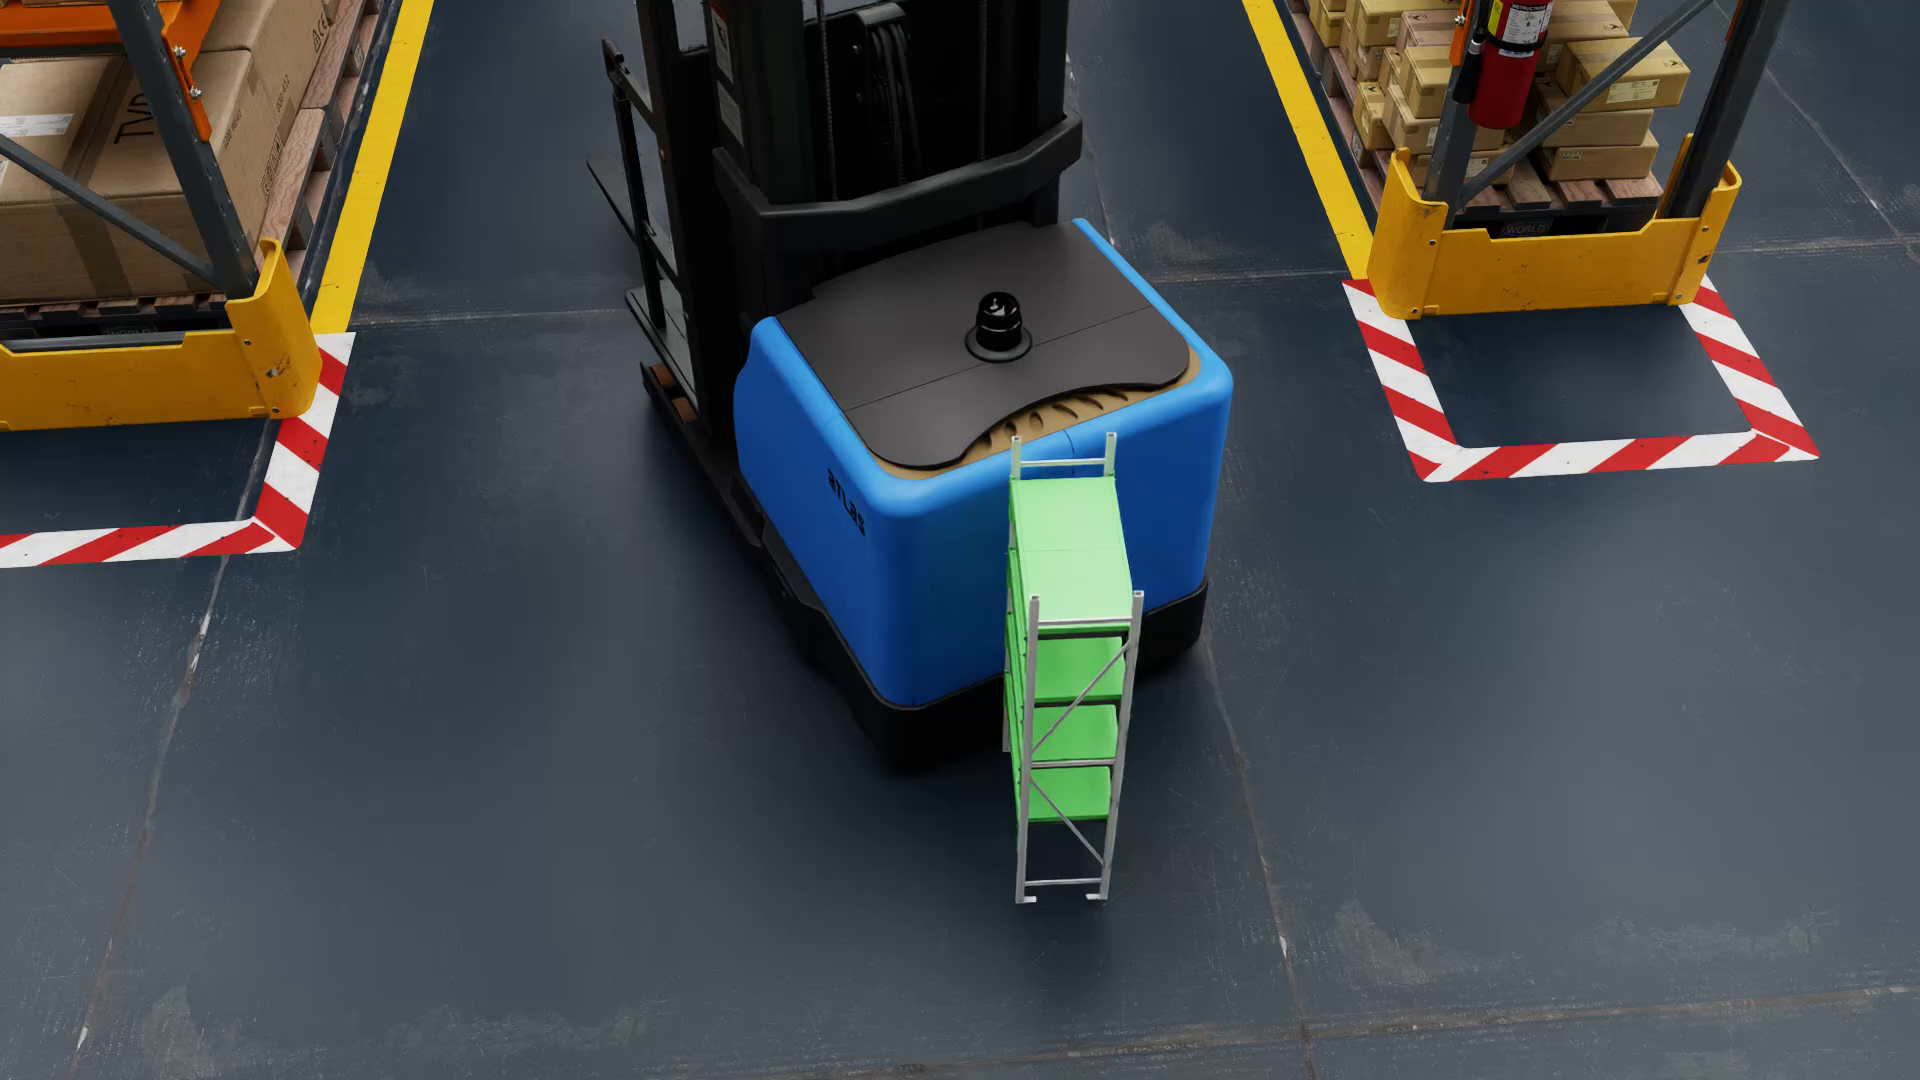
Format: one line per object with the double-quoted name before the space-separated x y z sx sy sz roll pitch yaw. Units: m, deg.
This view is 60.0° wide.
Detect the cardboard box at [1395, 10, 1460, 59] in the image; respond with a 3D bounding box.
"cardboard box" 1.851 -1.849 6.200 0.380 0.149 0.250 -3 47 -3

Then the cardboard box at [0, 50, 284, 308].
"cardboard box" -2.967 -1.288 5.880 0.875 0.438 0.875 -5 47 -5

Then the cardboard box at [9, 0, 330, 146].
"cardboard box" -3.052 -1.950 6.506 0.875 0.438 0.875 -2 47 -2

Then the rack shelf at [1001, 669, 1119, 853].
"rack shelf" 0.253 0.561 4.311 0.258 0.148 0.480 -2 47 -2

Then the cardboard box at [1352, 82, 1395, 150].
"cardboard box" 1.738 -1.640 6.411 0.380 0.149 0.250 -2 47 -2

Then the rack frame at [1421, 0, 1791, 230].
"rack frame" 2.112 -1.927 5.010 1.000 3.000 0.127 -3 47 -3

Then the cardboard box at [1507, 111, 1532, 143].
"cardboard box" 2.284 -1.674 6.444 0.380 0.149 0.250 -4 47 -3

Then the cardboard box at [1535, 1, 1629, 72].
"cardboard box" 2.264 -1.888 6.237 0.380 0.149 0.250 -3 47 -3

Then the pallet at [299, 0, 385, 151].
"pallet" -3.056 -2.049 7.045 1.003 0.211 1.213 -3 47 -3

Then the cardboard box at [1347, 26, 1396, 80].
"cardboard box" 1.738 -1.934 6.485 0.380 0.149 0.250 -5 47 -5

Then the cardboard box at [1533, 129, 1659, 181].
"cardboard box" 2.387 -1.490 6.270 0.380 0.149 0.250 -3 47 -2

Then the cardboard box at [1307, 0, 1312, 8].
"cardboard box" 1.681 -2.394 7.125 0.380 0.149 0.250 -3 47 -3

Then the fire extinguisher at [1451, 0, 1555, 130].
"fire extinguisher" 1.673 -1.562 4.974 0.296 0.674 0.183 -3 47 -3

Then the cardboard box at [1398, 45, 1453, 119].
"cardboard box" 1.815 -1.664 6.024 0.380 0.149 0.250 -3 47 -3

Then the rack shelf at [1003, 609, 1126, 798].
"rack shelf" 0.253 0.396 4.137 0.258 0.148 0.480 -2 47 -2

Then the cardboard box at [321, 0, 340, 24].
"cardboard box" -3.126 -2.602 7.124 0.875 0.438 0.875 -5 47 -4

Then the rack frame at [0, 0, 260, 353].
"rack frame" -2.812 -1.553 4.655 1.000 3.000 0.127 -3 47 -3

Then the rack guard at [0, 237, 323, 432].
"rack guard" -2.810 -0.677 5.546 1.175 0.500 0.348 -3 47 -3

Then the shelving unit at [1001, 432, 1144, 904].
"shelving unit" 0.253 0.352 4.090 0.258 1.200 0.503 -2 47 -2

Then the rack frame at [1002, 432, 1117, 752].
"rack frame" 0.240 0.175 4.258 0.240 1.200 0.015 -2 47 -2

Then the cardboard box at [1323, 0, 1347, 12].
"cardboard box" 1.682 -2.308 6.839 0.380 0.149 0.250 -3 47 -3

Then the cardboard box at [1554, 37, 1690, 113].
"cardboard box" 2.407 -1.696 6.055 0.380 0.149 0.250 -5 47 -5

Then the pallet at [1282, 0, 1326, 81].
"pallet" 1.974 -2.494 7.467 1.003 0.211 1.213 -3 47 -3

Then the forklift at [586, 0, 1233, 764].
"forklift" -0.422 -1.466 4.620 1.130 2.935 3.031 -21 50 -19

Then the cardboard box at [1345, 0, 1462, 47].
"cardboard box" 1.703 -2.029 6.370 0.380 0.149 0.250 -4 47 -4

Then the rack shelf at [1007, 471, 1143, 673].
"rack shelf" 0.253 0.066 3.788 0.258 0.148 0.480 -2 47 -2

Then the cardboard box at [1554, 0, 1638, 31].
"cardboard box" 2.370 -2.078 6.417 0.380 0.149 0.250 -4 47 -3

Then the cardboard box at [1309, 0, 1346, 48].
"cardboard box" 1.684 -2.195 6.937 0.380 0.149 0.250 -5 47 -5

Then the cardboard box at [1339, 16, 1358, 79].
"cardboard box" 1.768 -2.014 6.766 0.380 0.149 0.250 -3 47 -3

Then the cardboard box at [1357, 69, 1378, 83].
"cardboard box" 1.801 -1.836 6.597 0.380 0.149 0.250 -4 47 -3

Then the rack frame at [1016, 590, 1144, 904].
"rack frame" 0.266 0.529 3.923 0.240 1.200 0.015 -2 47 -2

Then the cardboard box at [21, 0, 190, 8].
"cardboard box" -2.566 -1.953 4.964 0.500 0.500 0.500 -4 47 -4

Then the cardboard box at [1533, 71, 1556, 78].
"cardboard box" 2.357 -1.790 6.349 0.380 0.149 0.250 -4 47 -3

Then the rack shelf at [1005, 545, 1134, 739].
"rack shelf" 0.253 0.231 3.963 0.258 0.148 0.480 -2 47 -2

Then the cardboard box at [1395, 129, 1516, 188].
"cardboard box" 1.860 -1.460 6.241 0.380 0.149 0.250 -3 47 -3

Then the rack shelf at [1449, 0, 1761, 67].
"rack shelf" 1.945 -3.127 6.641 1.077 0.370 4.000 -3 47 -3

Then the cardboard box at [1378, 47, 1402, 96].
"cardboard box" 1.815 -1.751 6.312 0.380 0.149 0.250 -4 47 -4

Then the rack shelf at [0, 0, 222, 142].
"rack shelf" -2.980 -2.753 6.287 1.077 0.370 4.000 -3 47 -3

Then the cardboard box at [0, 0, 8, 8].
"cardboard box" -3.116 -1.921 4.934 0.500 0.500 0.500 -3 47 -3

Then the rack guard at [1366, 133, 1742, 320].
"rack guard" 2.106 -1.123 5.969 1.175 0.500 0.348 -3 47 -3

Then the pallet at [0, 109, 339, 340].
"pallet" -2.957 -1.168 6.211 1.003 0.211 1.213 -3 47 -3

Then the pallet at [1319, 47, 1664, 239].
"pallet" 2.073 -1.614 6.633 1.003 0.211 1.213 -3 47 -3

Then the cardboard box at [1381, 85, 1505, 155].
"cardboard box" 1.783 -1.558 6.129 0.380 0.149 0.250 -5 47 -4

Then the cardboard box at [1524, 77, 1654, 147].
"cardboard box" 2.324 -1.589 6.158 0.380 0.149 0.250 -2 47 -2
